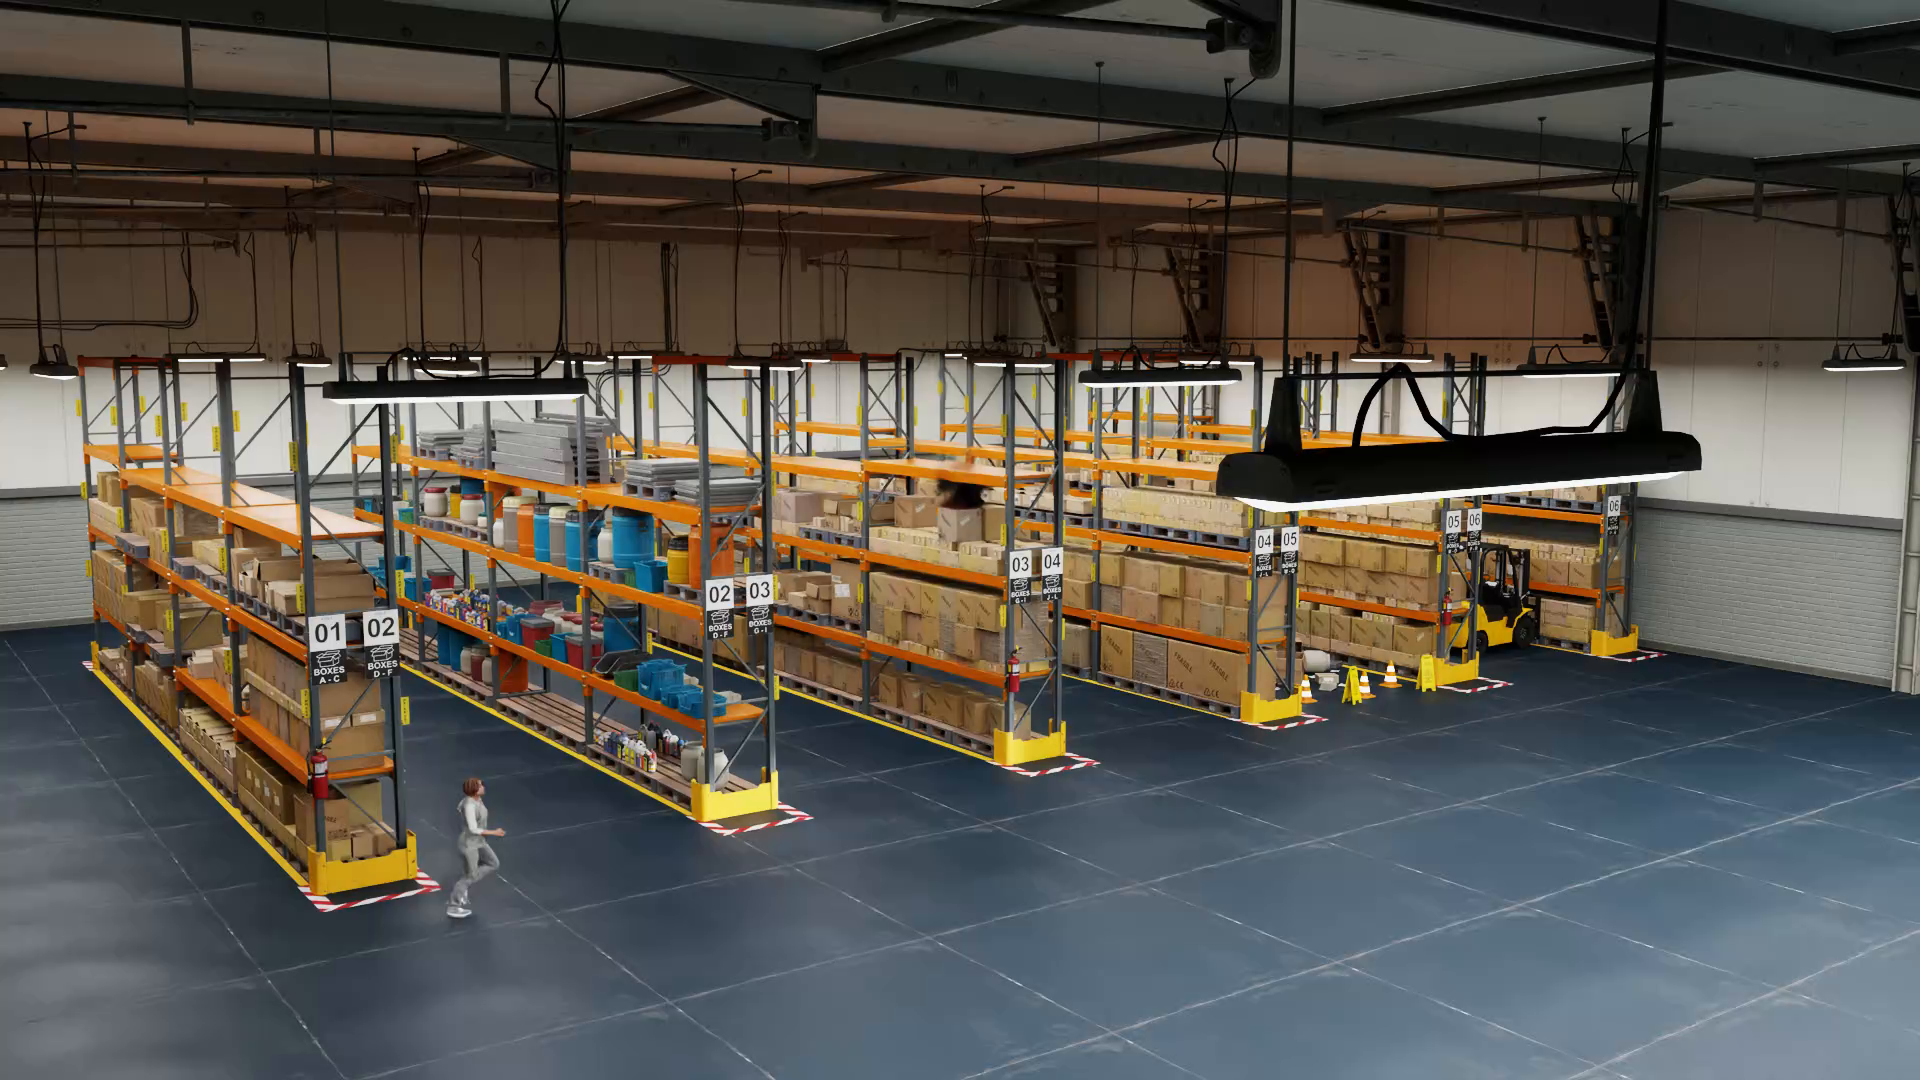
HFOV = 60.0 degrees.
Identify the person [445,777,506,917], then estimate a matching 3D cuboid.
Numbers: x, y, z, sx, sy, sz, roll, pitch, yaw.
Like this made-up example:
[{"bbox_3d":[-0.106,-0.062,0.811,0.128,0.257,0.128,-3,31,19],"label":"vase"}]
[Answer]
[{"bbox_3d":[-5.322,3.349,18.283,0.680,1.553,0.573,-1,7,-5],"label":"person"}]
